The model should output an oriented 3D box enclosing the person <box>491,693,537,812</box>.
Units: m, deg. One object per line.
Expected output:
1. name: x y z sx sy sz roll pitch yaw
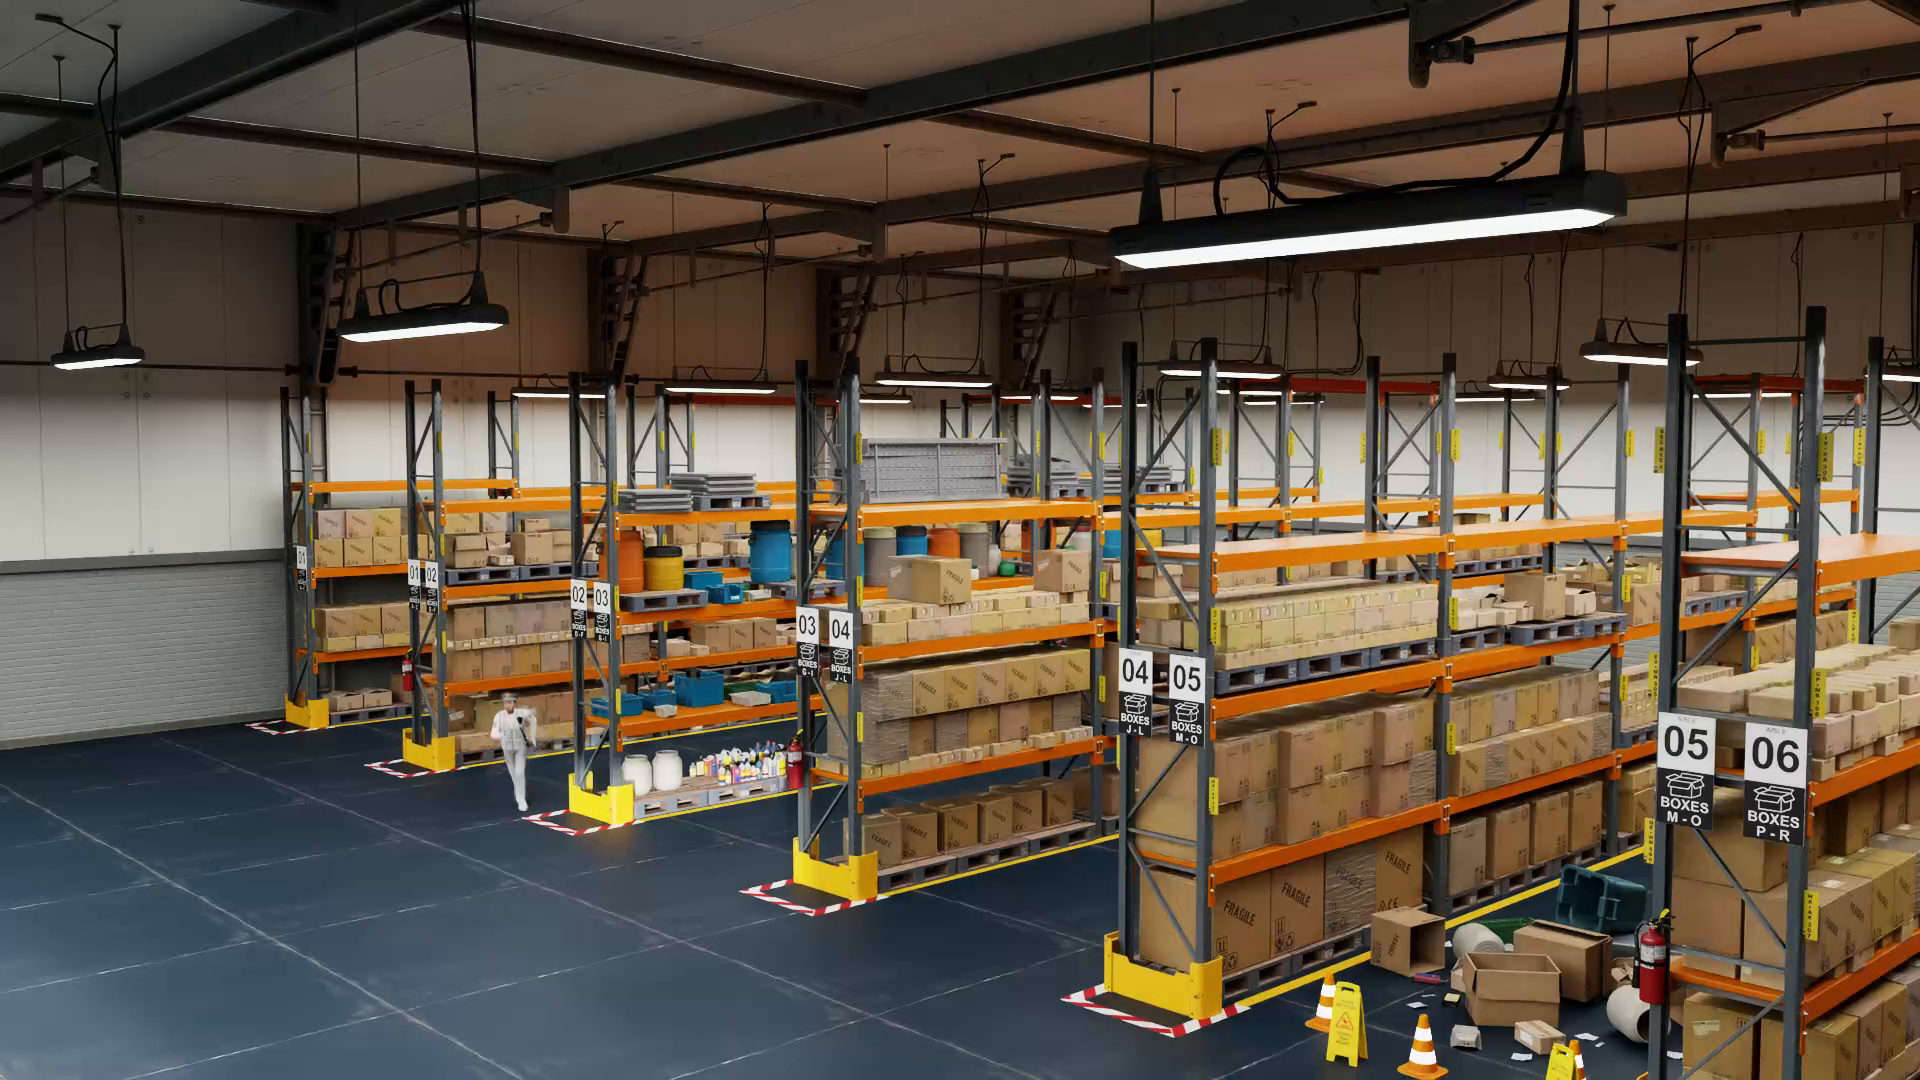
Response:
1. person: -6.129 2.874 22.871 0.541 1.634 0.934 0 4 1
